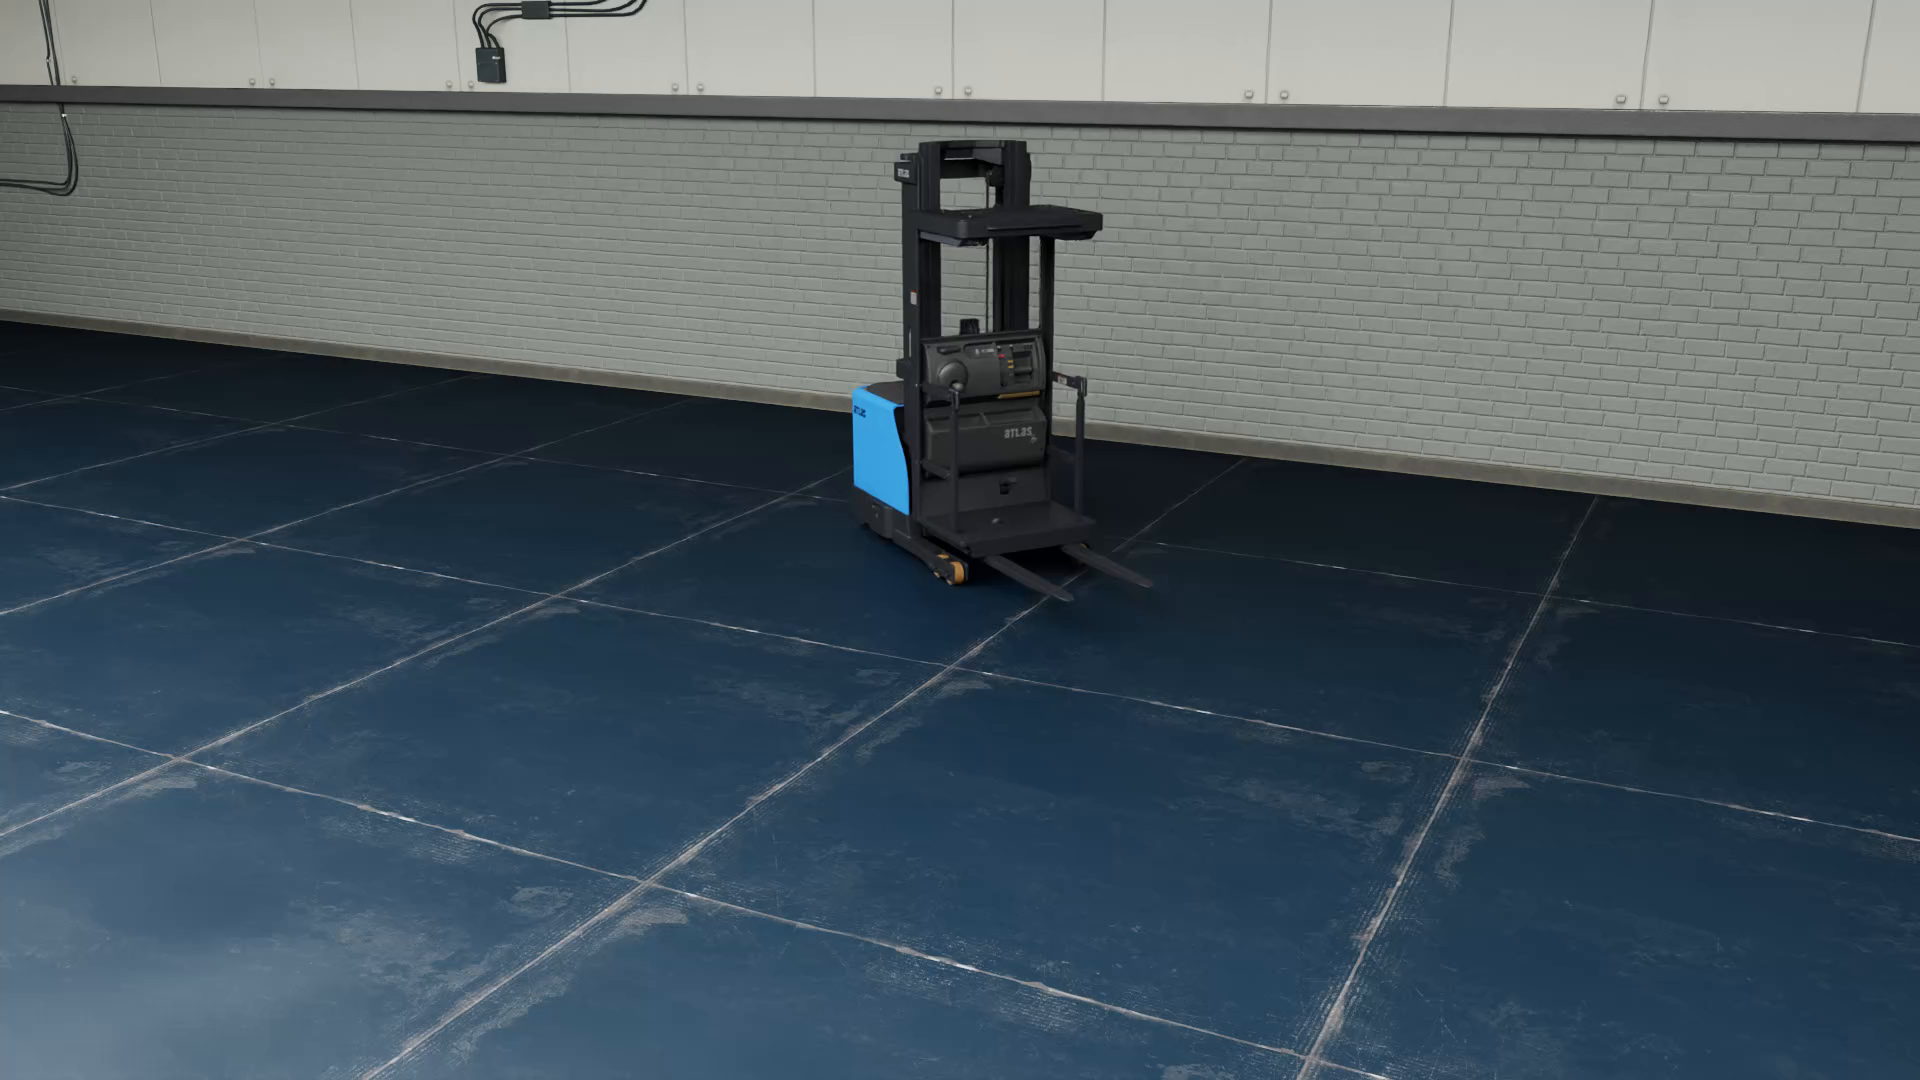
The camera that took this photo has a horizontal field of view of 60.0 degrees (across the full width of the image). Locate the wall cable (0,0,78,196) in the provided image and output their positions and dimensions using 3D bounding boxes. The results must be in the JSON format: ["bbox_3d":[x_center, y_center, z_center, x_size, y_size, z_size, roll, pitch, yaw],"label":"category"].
[{"bbox_3d":[-12.606,-5.742,21.506,3.097,2.526,0.112,8,18,25],"label":"wall cable"}]

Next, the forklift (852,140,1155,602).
[{"bbox_3d":[0.280,-1.237,11.540,1.130,2.935,3.031,-8,18,-26],"label":"forklift"}]

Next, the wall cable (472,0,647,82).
[{"bbox_3d":[-4.120,-7.649,16.500,2.305,6.003,0.169,8,18,25],"label":"wall cable"}]
